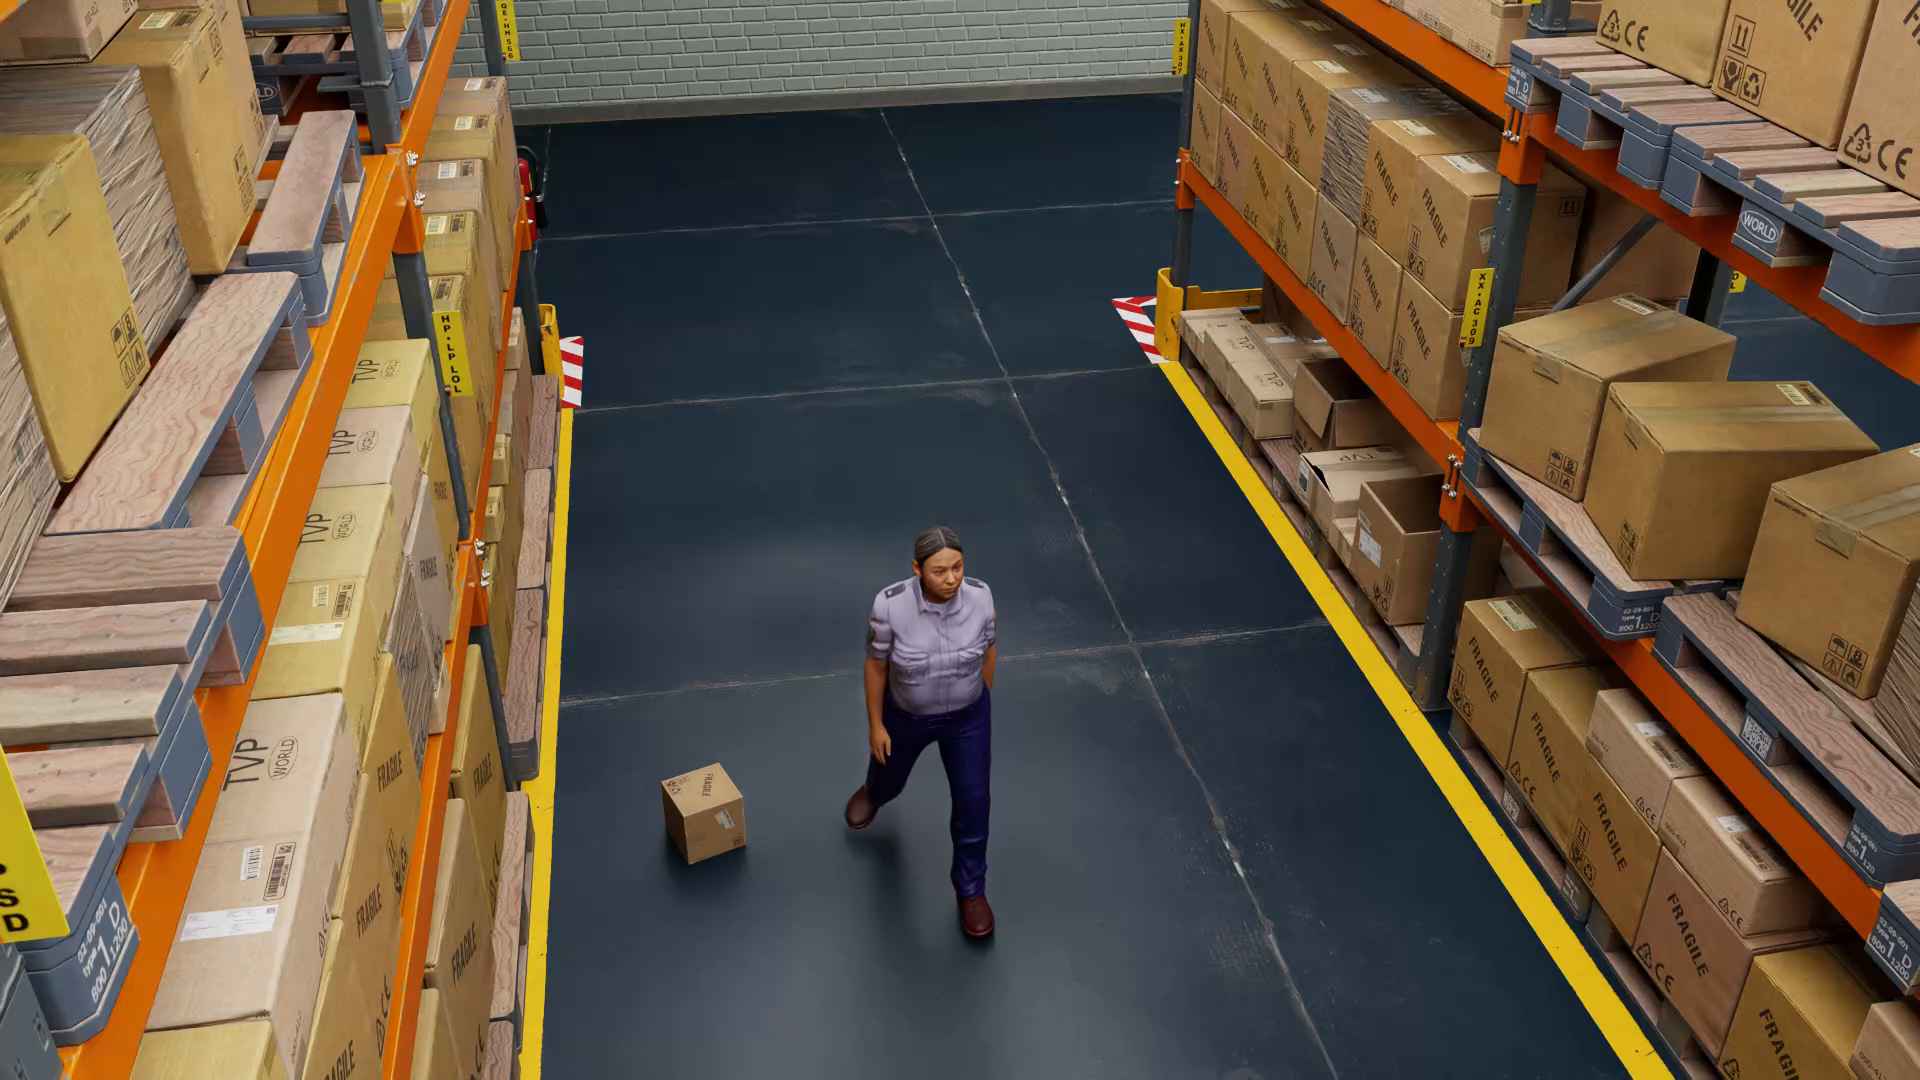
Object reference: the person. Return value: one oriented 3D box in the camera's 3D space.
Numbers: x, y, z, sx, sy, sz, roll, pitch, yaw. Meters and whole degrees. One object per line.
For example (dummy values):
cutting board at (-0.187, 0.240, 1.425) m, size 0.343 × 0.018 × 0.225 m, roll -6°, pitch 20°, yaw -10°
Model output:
person at (-0.147, 0.608, 6.122) m, size 0.552 × 1.610 × 0.843 m, roll -5°, pitch 31°, yaw -8°
